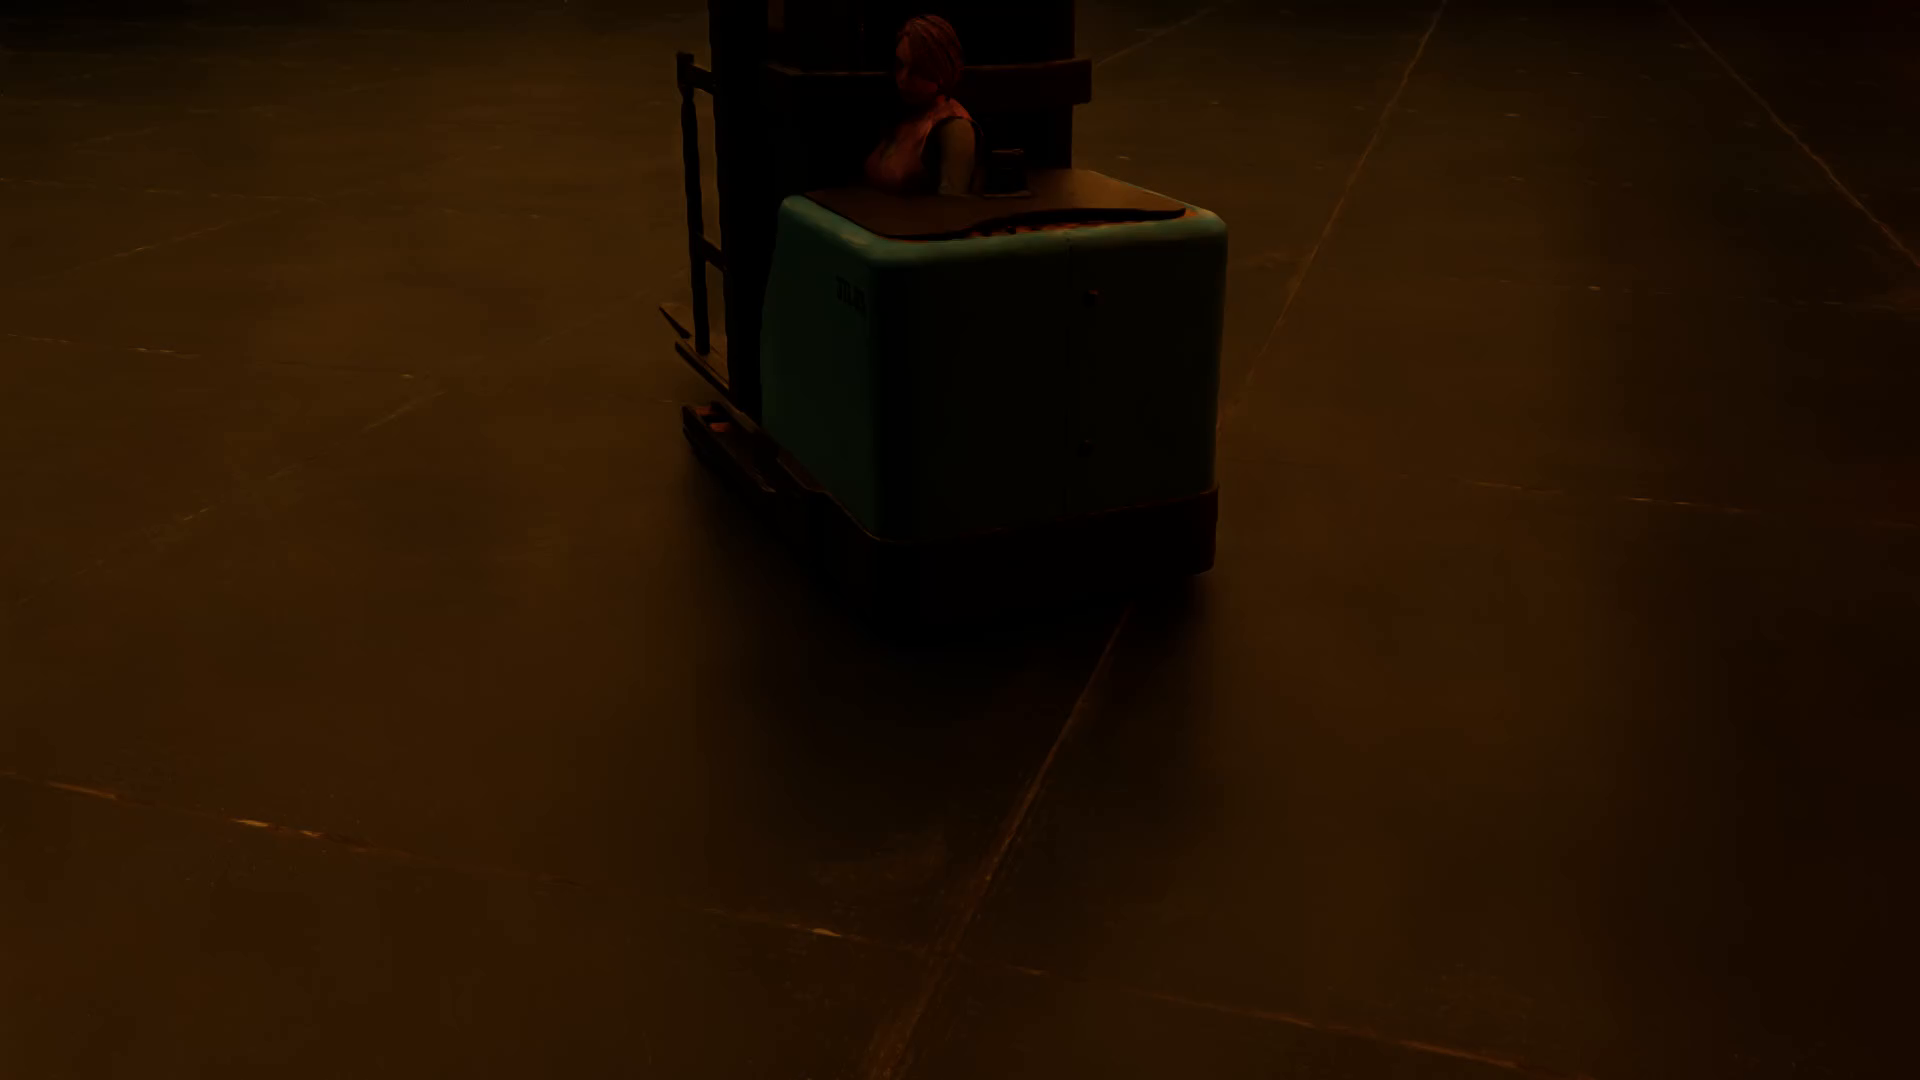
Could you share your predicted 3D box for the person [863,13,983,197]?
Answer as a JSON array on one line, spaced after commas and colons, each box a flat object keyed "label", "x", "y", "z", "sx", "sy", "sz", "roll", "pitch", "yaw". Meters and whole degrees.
[{"label": "person", "x": -0.087, "y": -0.702, "z": 4.772, "sx": 0.528, "sy": 1.550, "sz": 0.537, "roll": -14, "pitch": 27, "yaw": -31}]

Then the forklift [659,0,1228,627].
[{"label": "forklift", "x": -0.328, "y": -1.656, "z": 5.290, "sx": 1.130, "sy": 2.935, "sz": 3.031, "roll": -10, "pitch": 24, "yaw": -22}]
